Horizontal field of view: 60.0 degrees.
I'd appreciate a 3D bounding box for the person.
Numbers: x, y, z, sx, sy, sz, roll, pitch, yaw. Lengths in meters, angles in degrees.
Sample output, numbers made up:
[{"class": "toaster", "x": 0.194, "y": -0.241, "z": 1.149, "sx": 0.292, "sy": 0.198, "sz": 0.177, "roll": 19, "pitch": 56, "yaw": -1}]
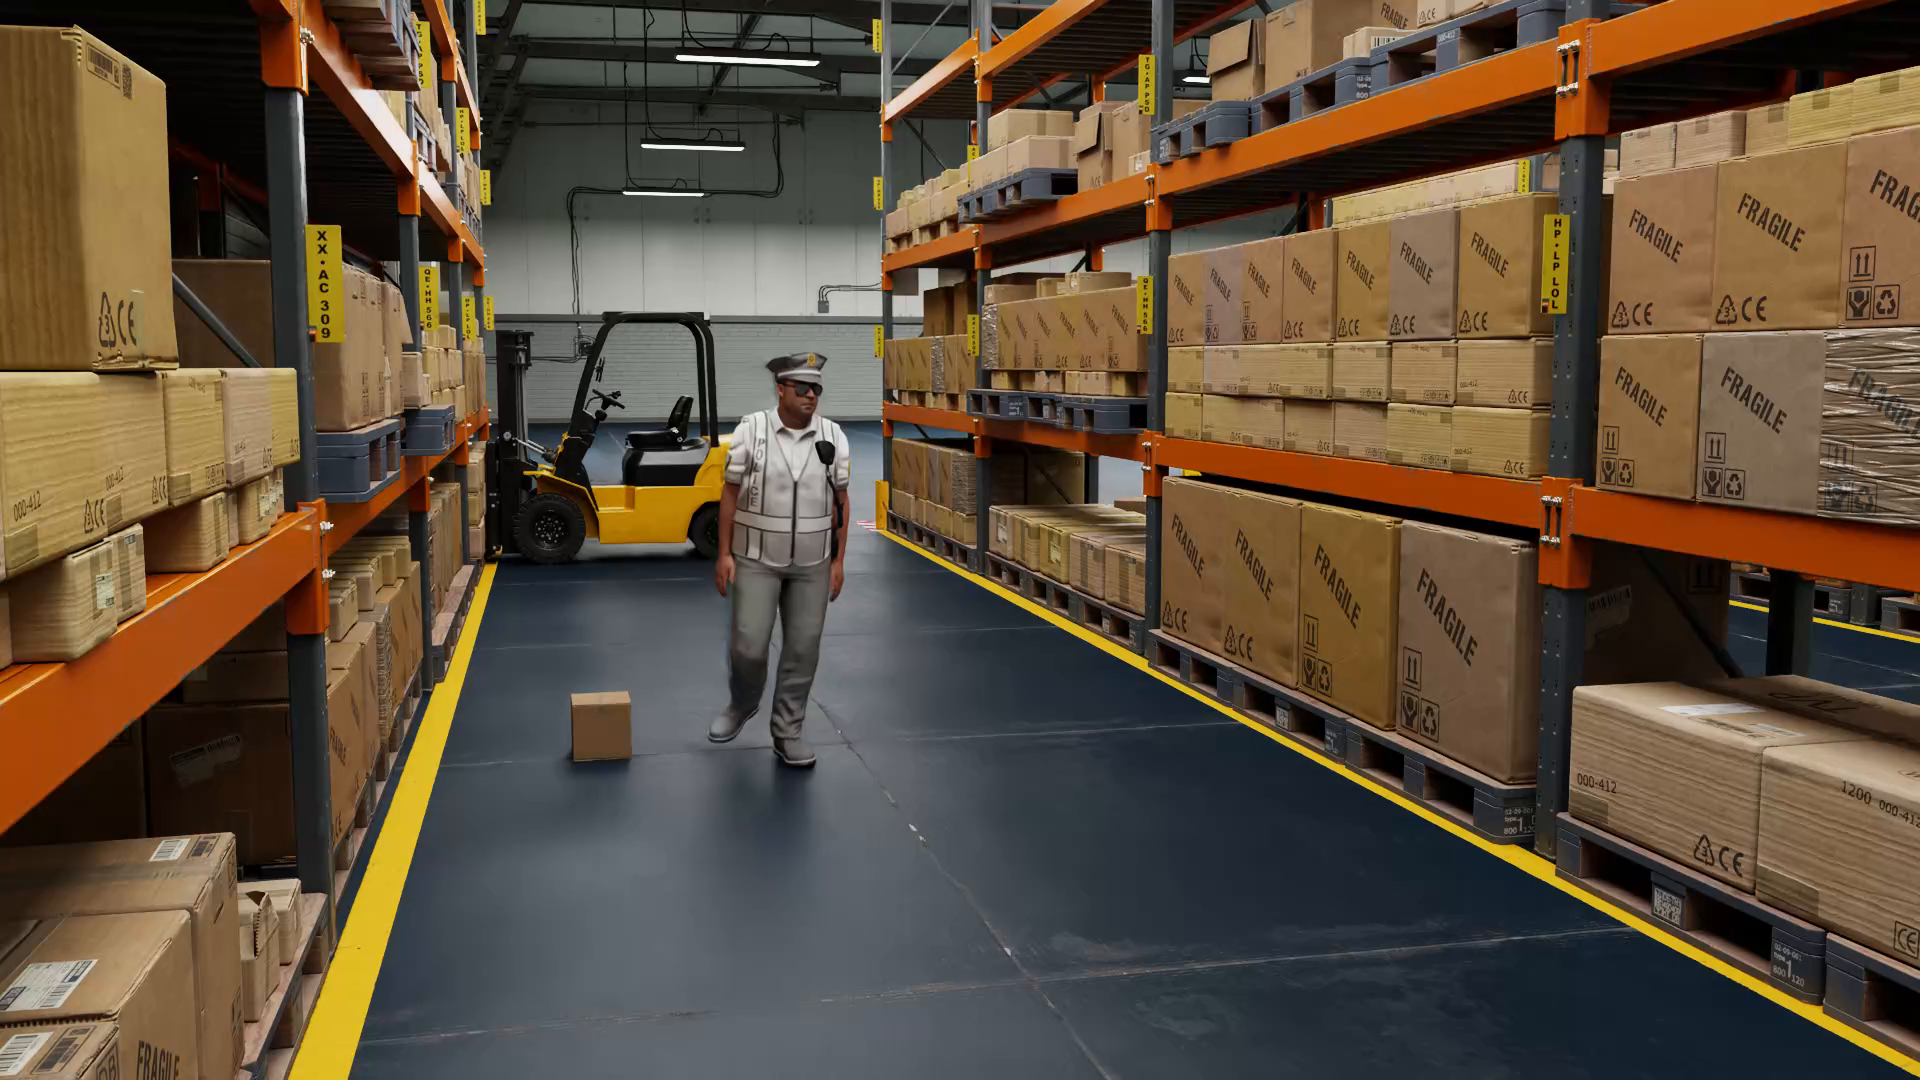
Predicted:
[{"class": "person", "x": -0.776, "y": 0.076, "z": 7.112, "sx": 0.605, "sy": 1.753, "sz": 0.551, "roll": -2, "pitch": 6, "yaw": -19}]
